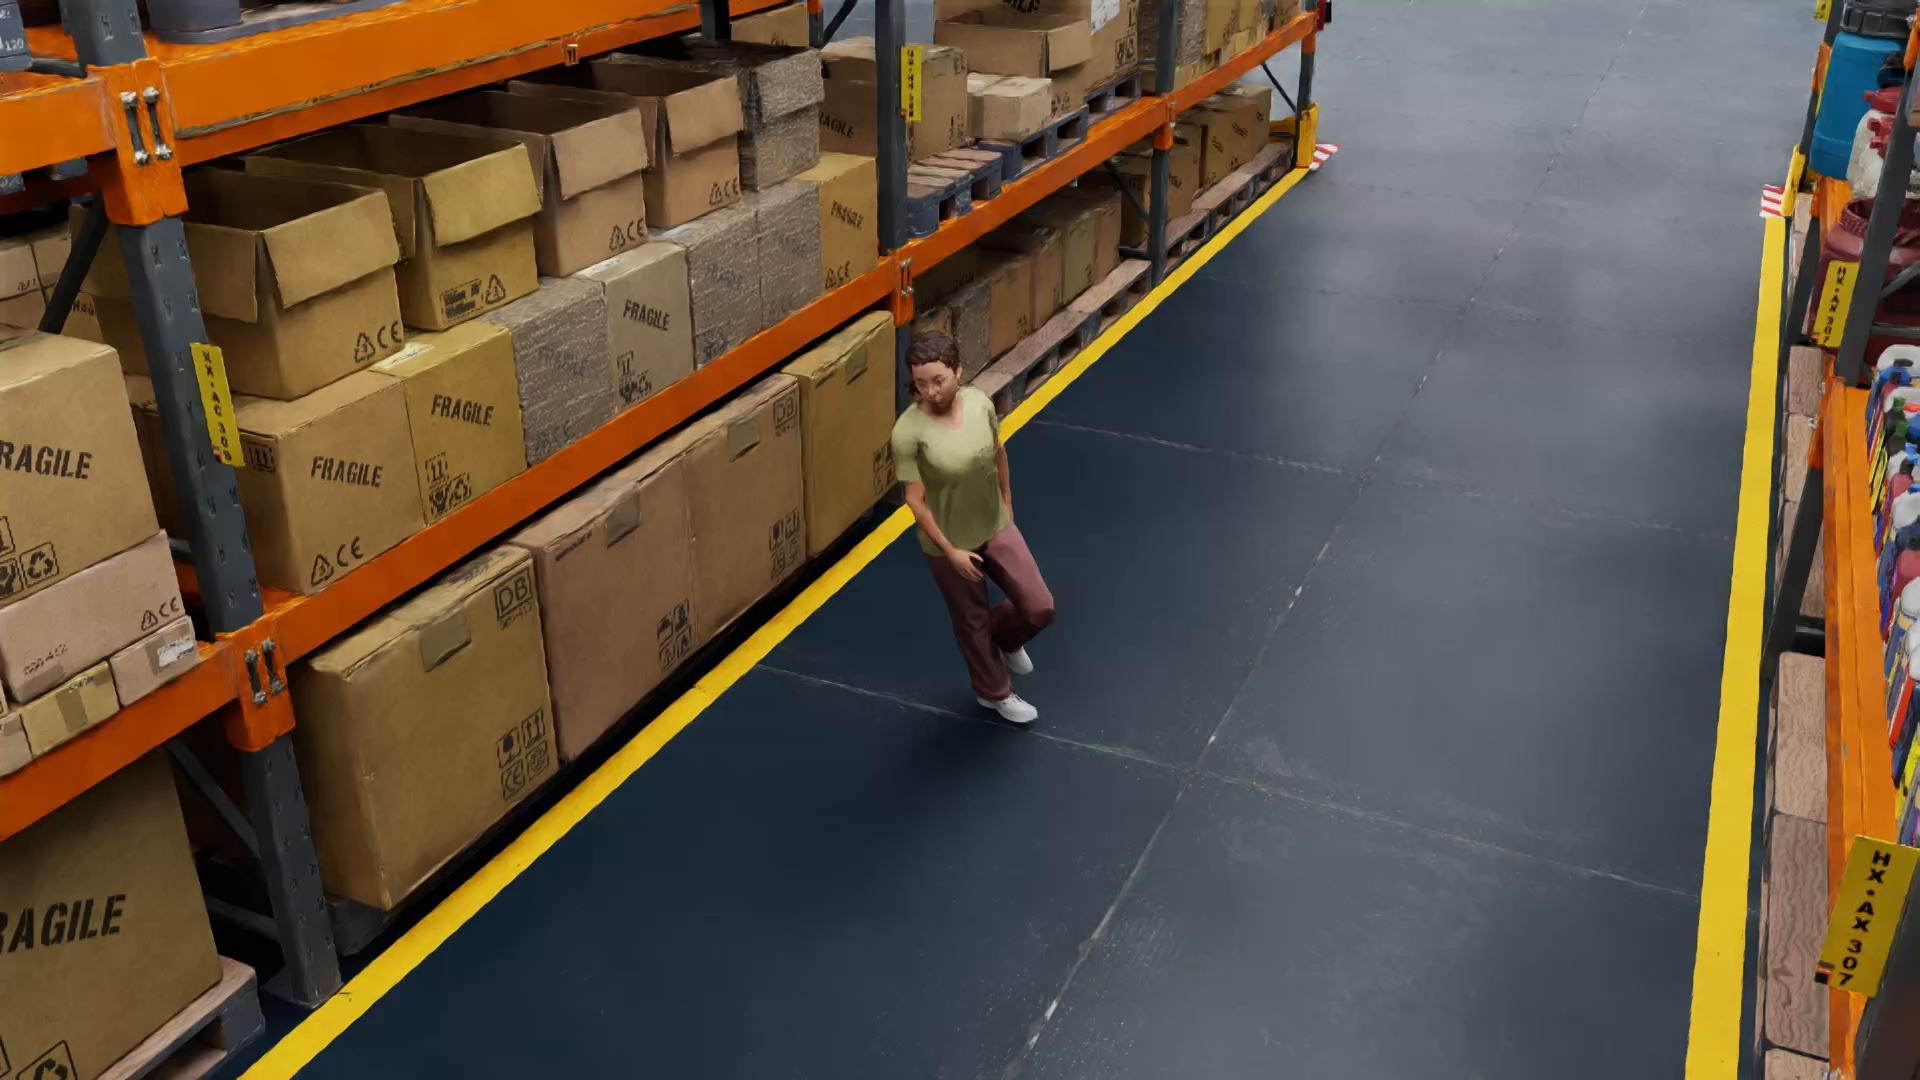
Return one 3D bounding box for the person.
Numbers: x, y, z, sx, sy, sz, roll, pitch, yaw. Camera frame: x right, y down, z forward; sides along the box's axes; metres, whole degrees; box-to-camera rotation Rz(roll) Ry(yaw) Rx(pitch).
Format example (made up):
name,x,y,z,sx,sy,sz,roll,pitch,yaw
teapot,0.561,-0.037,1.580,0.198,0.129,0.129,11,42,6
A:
name,x,y,z,sx,sy,sz,roll,pitch,yaw
person,0.066,0.086,6.210,0.652,1.395,0.494,-16,30,-29
